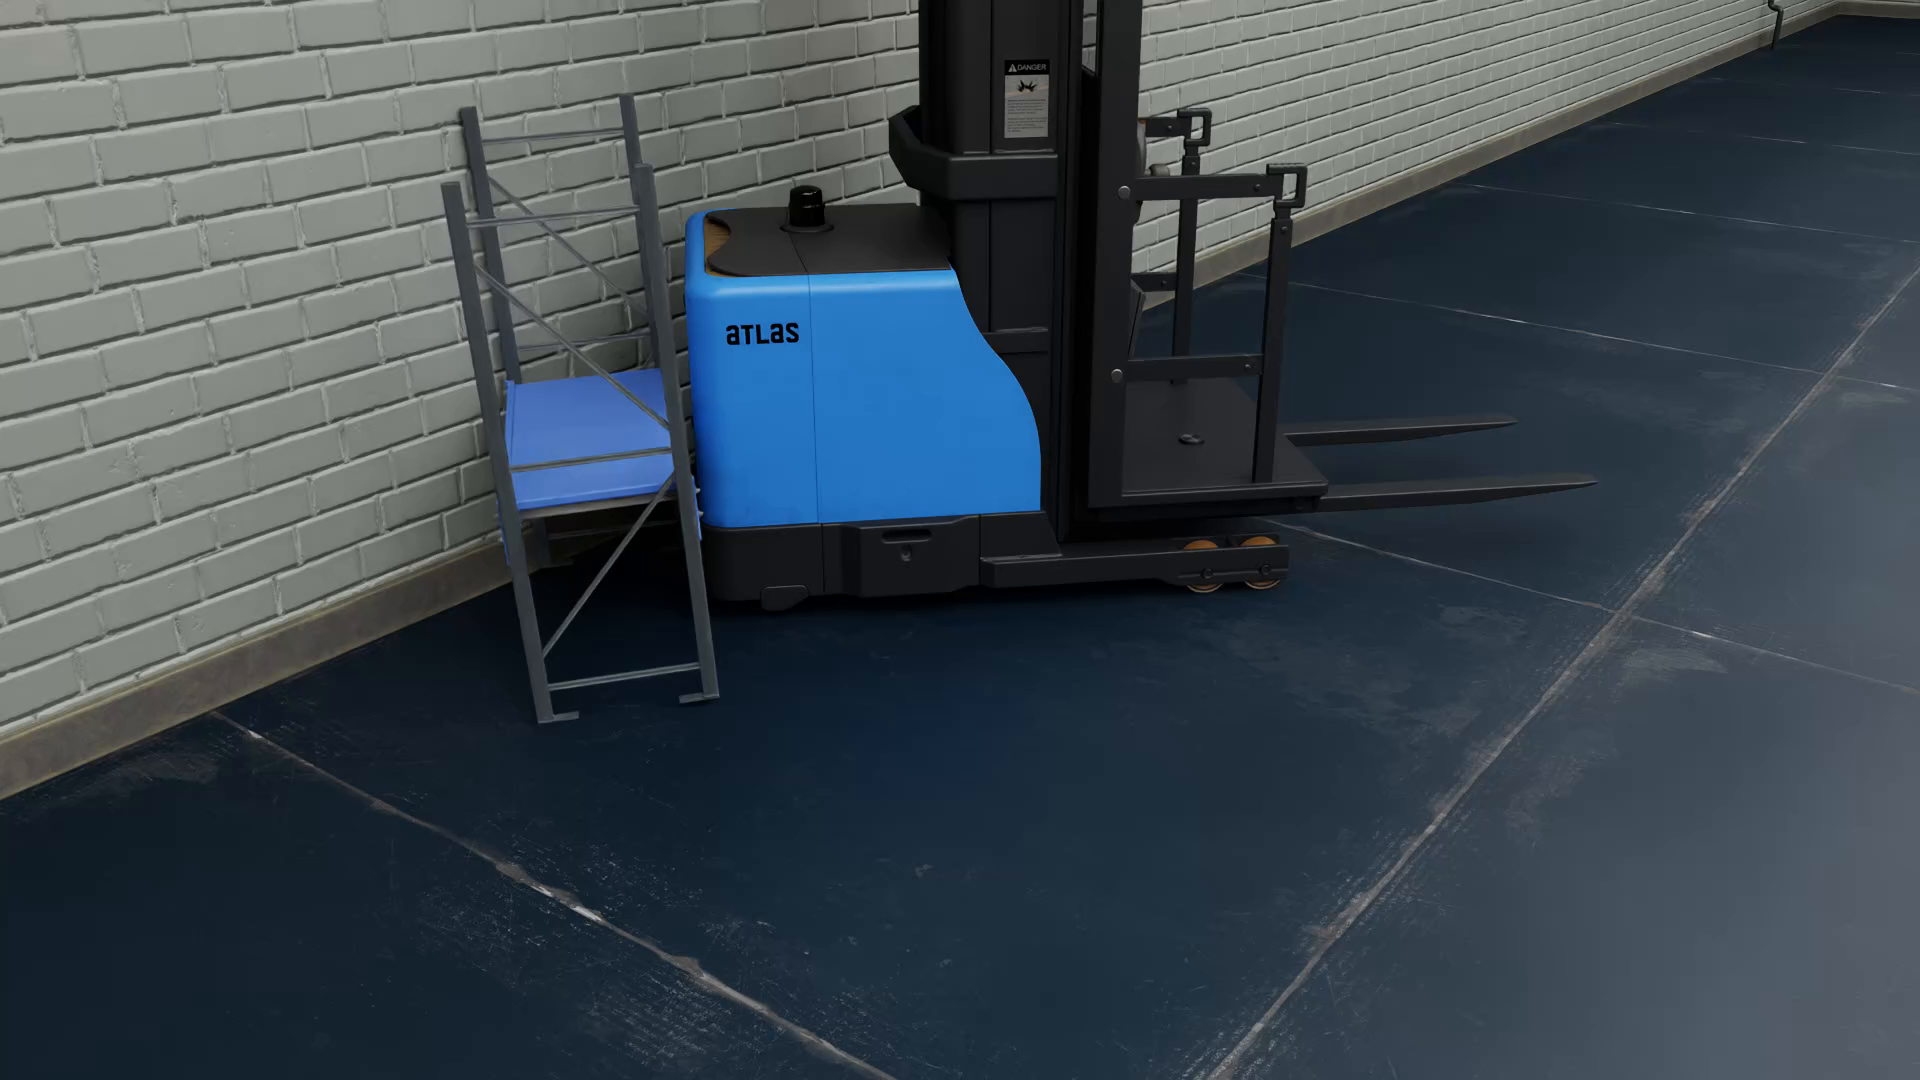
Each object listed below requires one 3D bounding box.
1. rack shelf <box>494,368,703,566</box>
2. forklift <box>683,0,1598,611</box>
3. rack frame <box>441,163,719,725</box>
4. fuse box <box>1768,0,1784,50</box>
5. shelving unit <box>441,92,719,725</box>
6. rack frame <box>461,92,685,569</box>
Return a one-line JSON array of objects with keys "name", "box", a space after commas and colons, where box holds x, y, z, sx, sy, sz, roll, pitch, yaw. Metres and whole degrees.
[{"name": "rack shelf", "box": [-1.062, -0.251, 4.856, 0.538, 0.185, 1.000, -8, 26, -10]}, {"name": "forklift", "box": [0.623, -1.379, 5.244, 3.031, 2.935, 1.130, -3, 24, -8]}, {"name": "rack frame", "box": [-0.959, -0.206, 4.329, 0.500, 1.500, 0.032, -8, 26, -10]}, {"name": "fuse box", "box": [8.551, -5.916, 17.055, 0.414, 1.711, 0.539, 17, 29, 33]}, {"name": "shelving unit", "box": [-1.071, -0.413, 4.779, 0.538, 1.500, 1.048, -8, 26, -10]}, {"name": "rack frame", "box": [-1.182, -0.620, 5.230, 0.500, 1.500, 0.032, -8, 26, -10]}]
